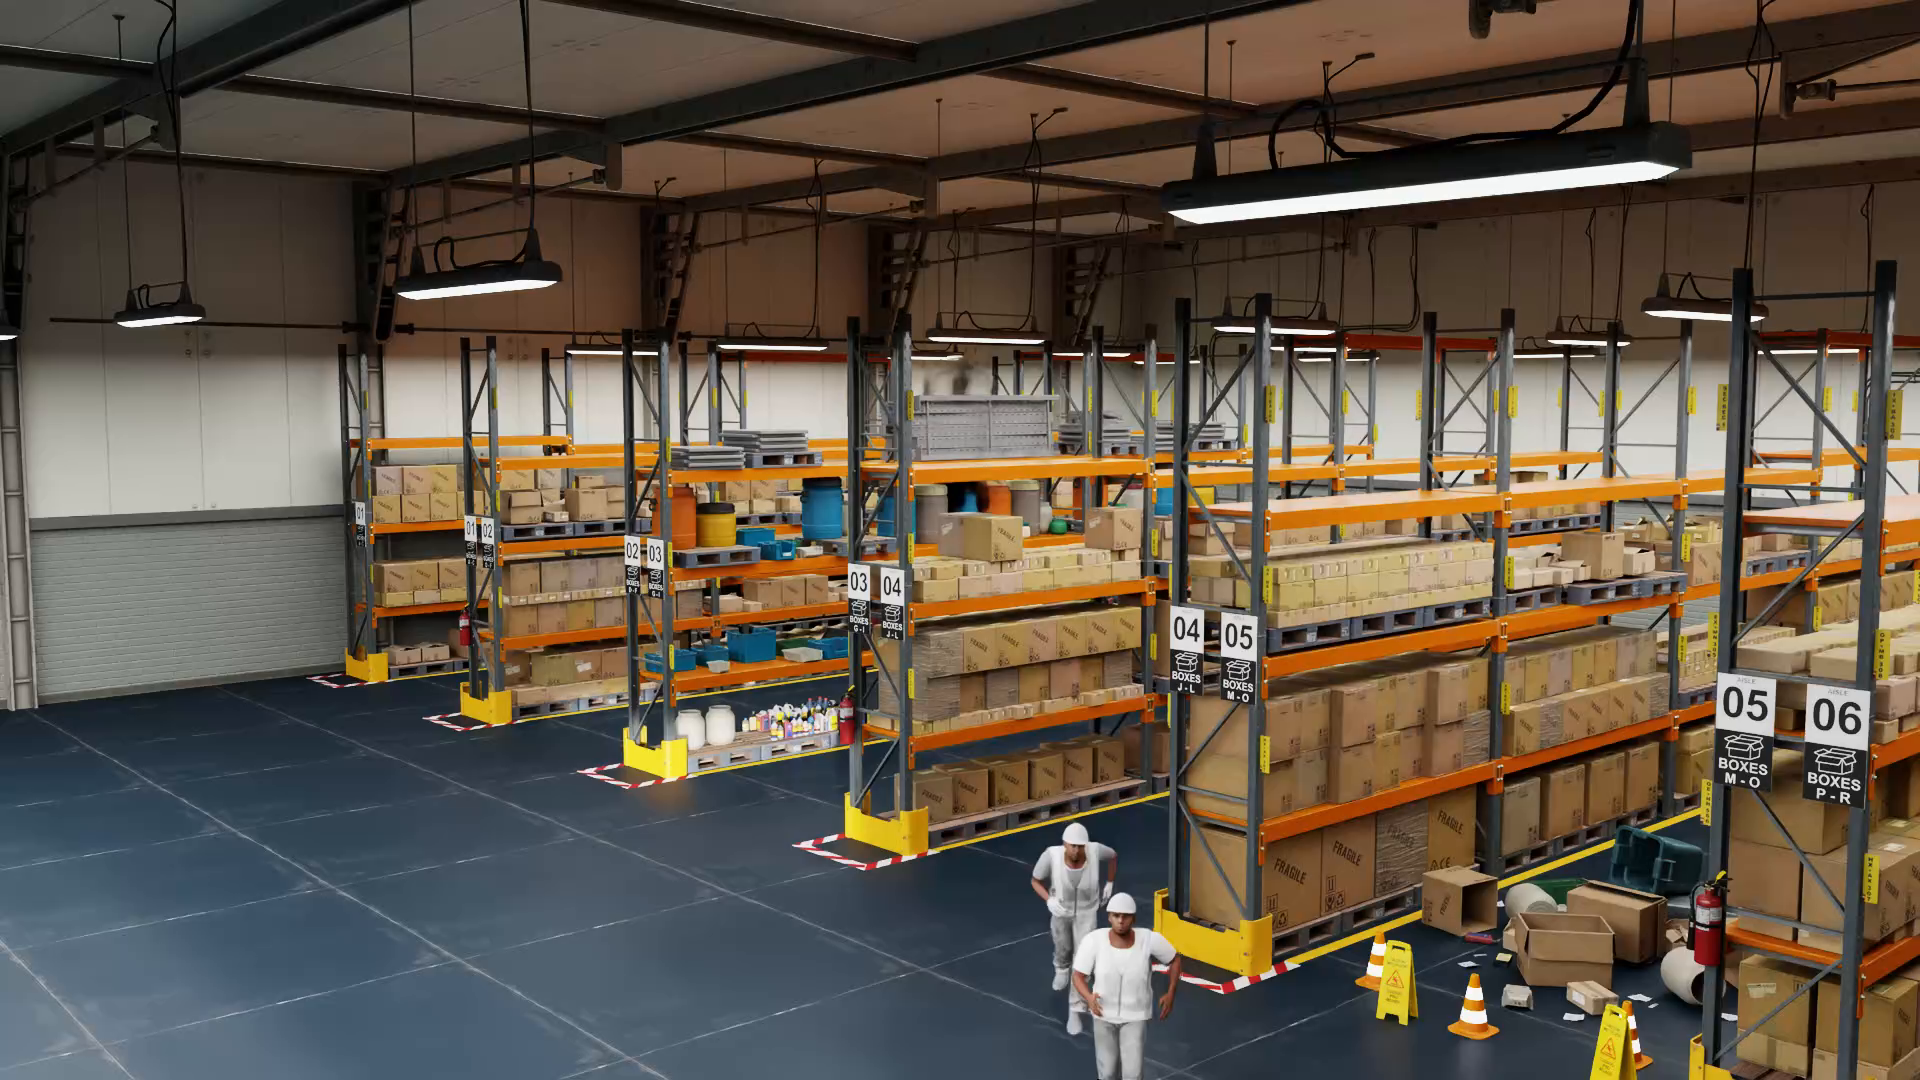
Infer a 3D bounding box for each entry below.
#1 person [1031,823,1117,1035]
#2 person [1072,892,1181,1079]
[{"bbox_3d":[0.932,3.106,13.793,0.726,1.730,1.055,0,5,-4],"label":"person"},{"bbox_3d":[1.127,3.281,11.404,0.736,1.743,0.646,1,5,10],"label":"person"}]
